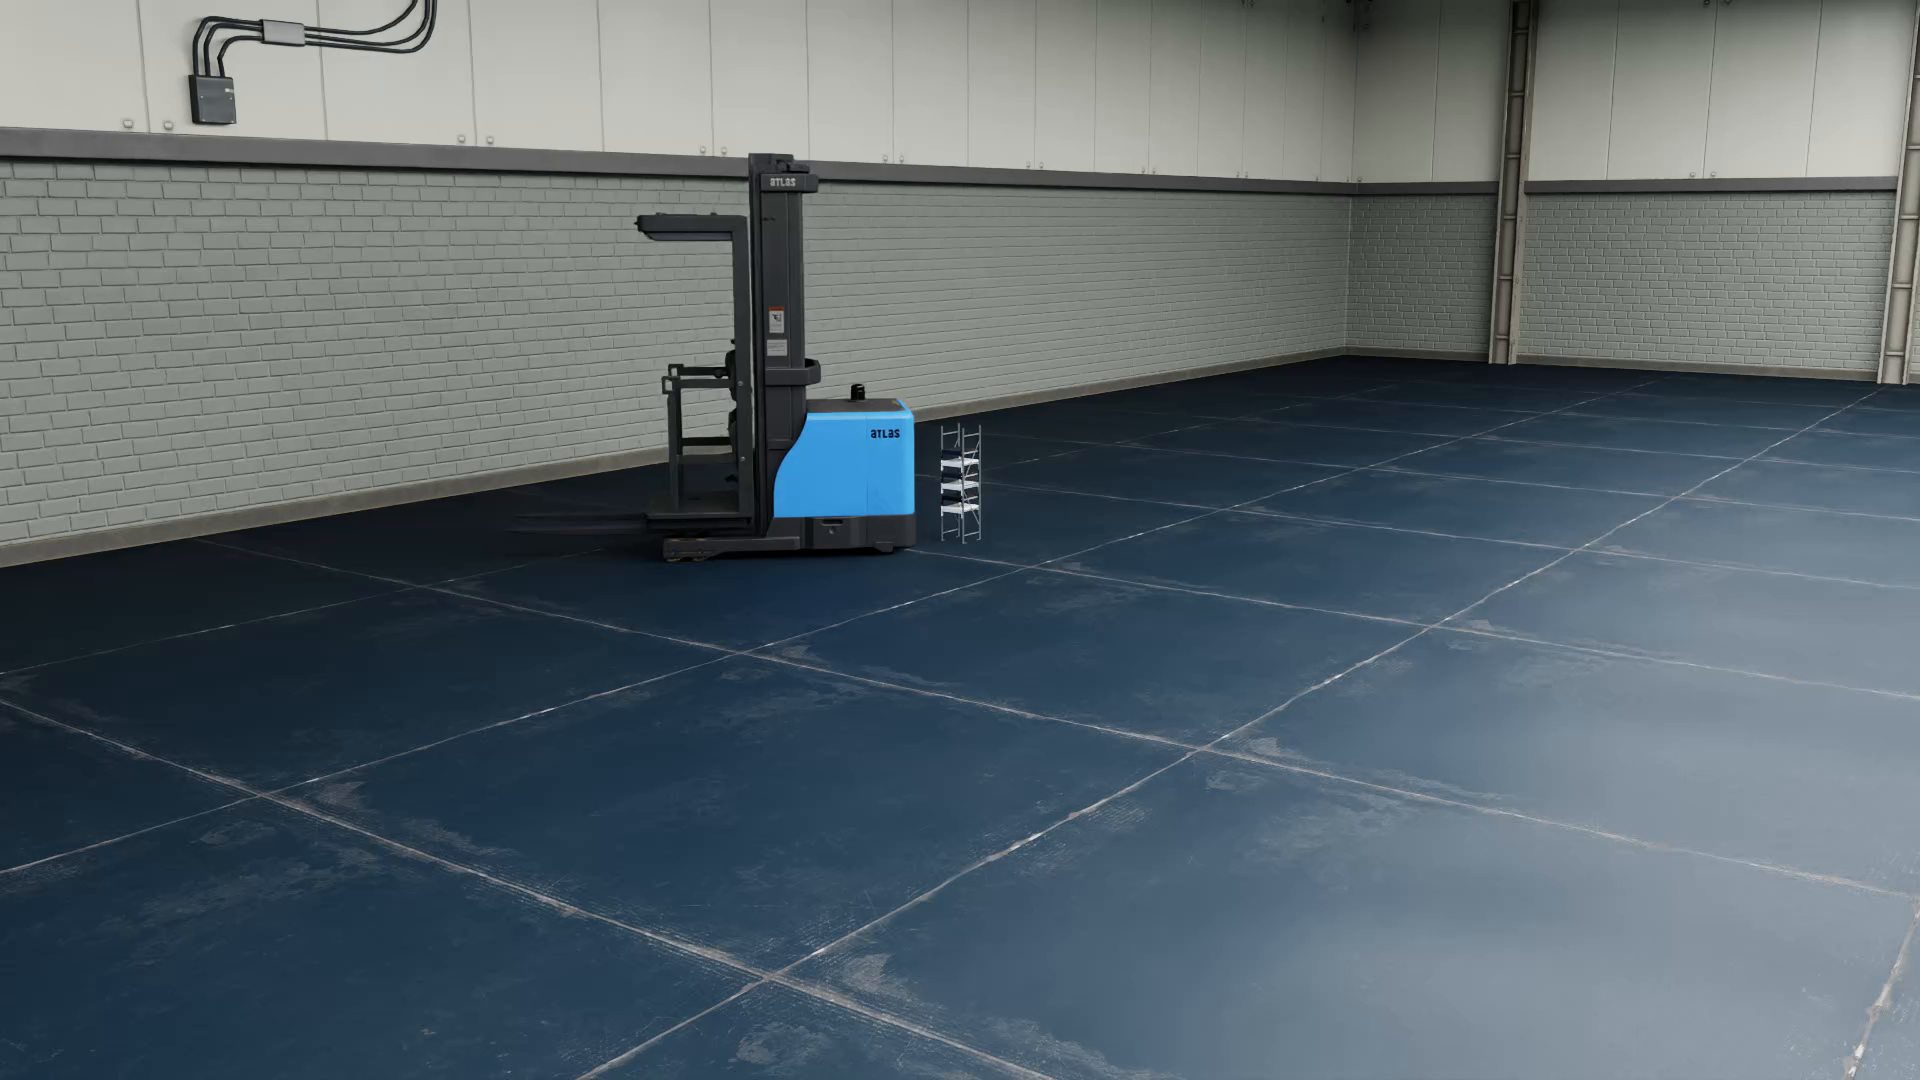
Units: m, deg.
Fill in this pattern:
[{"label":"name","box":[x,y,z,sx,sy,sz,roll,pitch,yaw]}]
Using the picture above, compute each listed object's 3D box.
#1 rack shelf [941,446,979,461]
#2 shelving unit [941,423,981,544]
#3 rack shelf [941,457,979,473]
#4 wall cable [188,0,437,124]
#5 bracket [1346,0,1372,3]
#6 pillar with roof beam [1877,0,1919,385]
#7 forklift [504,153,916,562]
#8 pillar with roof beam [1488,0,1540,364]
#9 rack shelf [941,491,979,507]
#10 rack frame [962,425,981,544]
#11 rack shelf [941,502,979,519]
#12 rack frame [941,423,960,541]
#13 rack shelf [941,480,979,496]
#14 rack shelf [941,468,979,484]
[{"label":"rack shelf","box":[0.007,-0.673,12.895,0.200,0.077,0.258,8,13,36]},{"label":"shelving unit","box":[0.007,-0.441,12.939,0.210,0.900,0.258,8,13,36]},{"label":"rack shelf","box":[0.007,-0.585,12.912,0.200,0.077,0.258,8,13,36]},{"label":"wall cable","box":[-5.167,-6.328,13.092,0.169,6.003,2.305,8,13,36]},{"label":"bracket","box":[6.983,-9.521,29.075,0.430,0.232,0.235,8,13,36]},{"label":"pillar with roof beam","box":[11.726,-6.161,21.186,0.400,9.000,9.100,8,13,36]},{"label":"forklift","box":[-1.885,-1.386,12.476,3.031,2.935,1.130,-1,11,-7]},{"label":"pillar with roof beam","box":[6.890,-6.836,24.673,0.548,9.000,9.100,8,13,36]},{"label":"rack shelf","box":[0.007,-0.320,12.963,0.200,0.077,0.258,8,13,36]},{"label":"rack frame","box":[0.088,-0.429,12.880,0.006,0.900,0.240,8,13,36]},{"label":"rack shelf","box":[0.007,-0.231,12.980,0.200,0.077,0.258,8,13,36]},{"label":"rack frame","box":[-0.075,-0.452,12.999,0.006,0.900,0.240,8,13,36]},{"label":"rack shelf","box":[0.007,-0.408,12.946,0.200,0.077,0.258,8,13,36]},{"label":"rack shelf","box":[0.007,-0.497,12.929,0.200,0.077,0.258,8,13,36]}]
